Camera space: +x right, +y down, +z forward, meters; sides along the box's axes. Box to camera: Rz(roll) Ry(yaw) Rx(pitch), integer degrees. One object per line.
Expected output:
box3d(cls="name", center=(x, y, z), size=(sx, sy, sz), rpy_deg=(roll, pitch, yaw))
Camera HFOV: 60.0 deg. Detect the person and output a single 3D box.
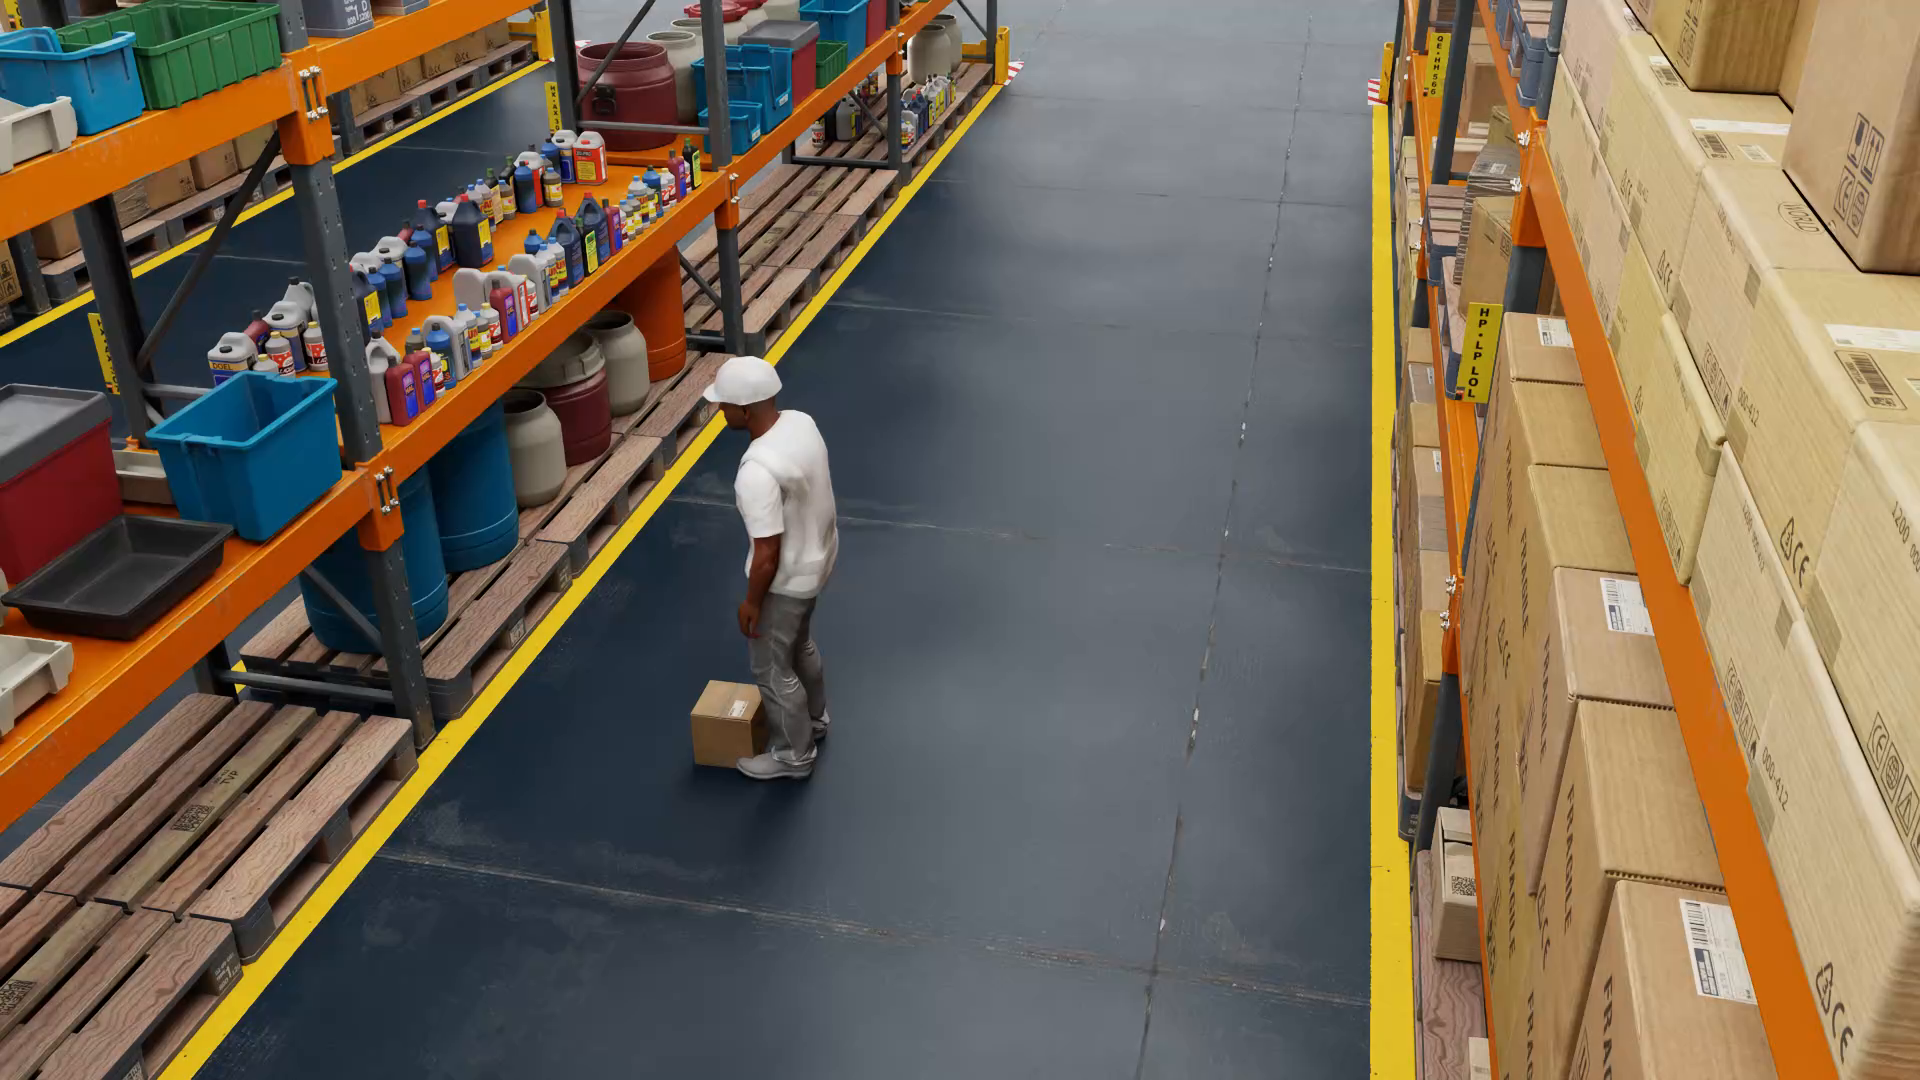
box3d(cls="person", center=(-0.704, 0.109, 6.405), size=(0.460, 1.760, 0.627), rpy_deg=(6, 29, 11))
